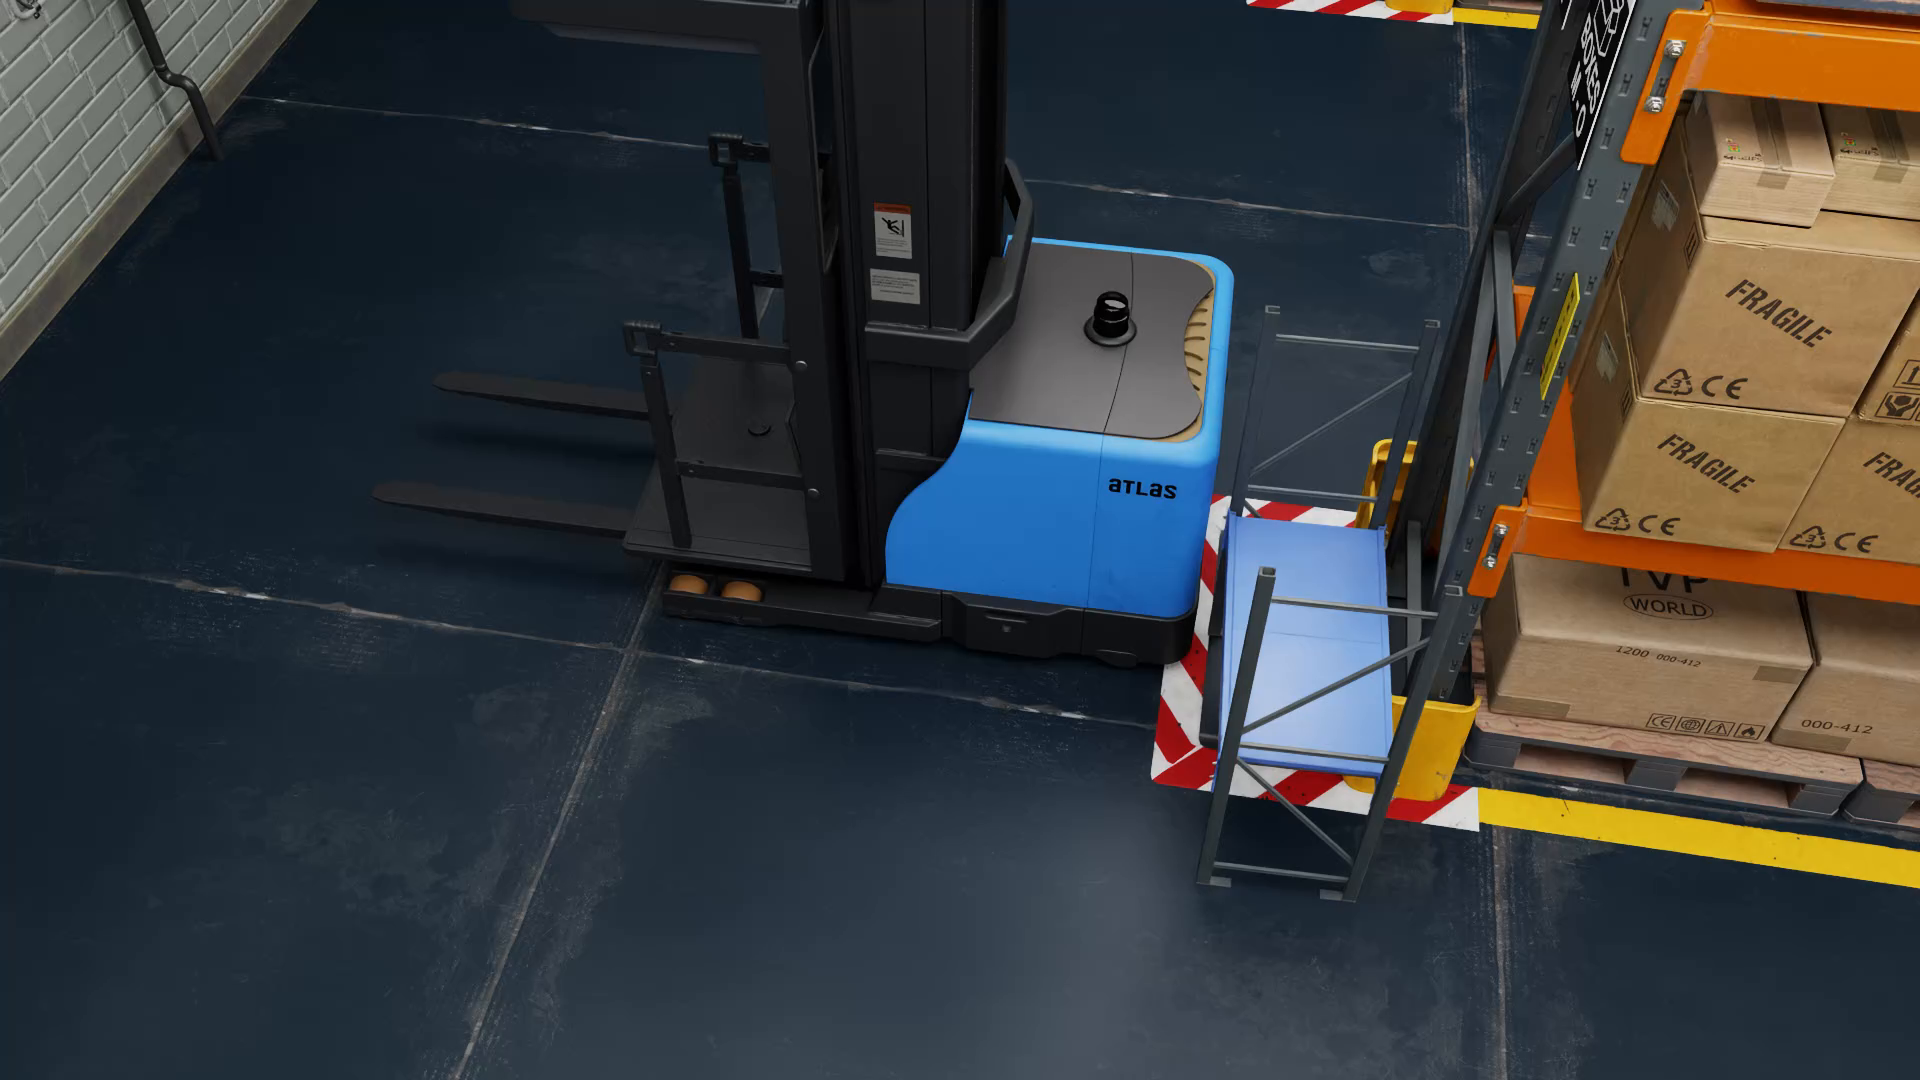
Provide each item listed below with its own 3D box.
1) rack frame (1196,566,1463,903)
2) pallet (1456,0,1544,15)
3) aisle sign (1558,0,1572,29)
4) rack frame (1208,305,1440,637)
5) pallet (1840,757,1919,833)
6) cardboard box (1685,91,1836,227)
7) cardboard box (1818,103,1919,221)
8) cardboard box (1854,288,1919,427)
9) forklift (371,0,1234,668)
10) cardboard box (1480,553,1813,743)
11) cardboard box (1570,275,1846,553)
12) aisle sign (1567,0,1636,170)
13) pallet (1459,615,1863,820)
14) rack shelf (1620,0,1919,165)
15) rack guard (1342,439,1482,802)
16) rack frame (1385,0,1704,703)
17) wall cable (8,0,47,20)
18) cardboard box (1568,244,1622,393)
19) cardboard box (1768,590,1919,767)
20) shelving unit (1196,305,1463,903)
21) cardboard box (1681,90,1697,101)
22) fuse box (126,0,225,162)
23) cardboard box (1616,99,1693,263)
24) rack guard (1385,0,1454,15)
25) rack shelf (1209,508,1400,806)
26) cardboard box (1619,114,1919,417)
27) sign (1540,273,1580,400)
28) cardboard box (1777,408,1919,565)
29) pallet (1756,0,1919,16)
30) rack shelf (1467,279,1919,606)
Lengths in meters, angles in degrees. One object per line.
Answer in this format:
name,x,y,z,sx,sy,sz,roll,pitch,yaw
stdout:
rack frame,0.997,0.603,4.700,0.500,1.500,0.032,6,48,5
pallet,3.298,-3.167,8.954,1.213,0.211,1.003,8,49,7
aisle sign,1.544,-1.686,4.000,0.004,0.787,0.394,8,49,7
rack frame,1.136,-0.146,5.373,0.500,1.500,0.032,6,48,5
pallet,3.557,0.563,5.602,1.213,0.211,1.003,8,49,7
cardboard box,1.859,-0.915,3.880,0.250,0.149,0.380,9,49,8
cardboard box,2.130,-0.933,3.896,0.250,0.149,0.380,9,49,8
cardboard box,2.491,-0.613,4.045,0.500,0.500,0.500,6,48,6
forklift,-0.616,-1.055,5.228,3.031,2.935,1.130,7,48,6
cardboard box,2.227,0.150,5.539,0.875,0.438,0.875,6,48,6
cardboard box,1.981,-0.340,4.472,0.500,0.500,0.500,7,48,7
aisle sign,1.437,-1.247,3.606,0.004,0.787,0.394,8,49,7
pallet,2.360,0.400,5.749,1.213,0.211,1.003,8,49,7
rack shelf,3.527,-1.078,3.669,4.000,0.370,1.077,8,49,7
rack guard,1.536,0.252,5.688,0.348,0.500,1.175,8,49,7
rack frame,1.559,-0.580,4.755,0.127,3.000,1.000,8,49,7
wall cable,-3.753,-2.689,5.966,0.122,1.984,0.588,8,49,7
cardboard box,2.081,-0.744,4.835,0.500,0.500,0.500,8,49,7
cardboard box,3.129,0.265,5.436,0.875,0.438,0.875,9,49,8
shelving unit,1.066,0.229,5.036,0.538,1.500,1.048,6,48,5
cardboard box,1.948,-1.264,4.194,0.250,0.149,0.380,8,49,7
fuse box,-3.477,-2.397,7.253,0.414,1.711,0.539,8,49,7
cardboard box,2.076,-1.059,4.445,0.500,0.500,0.500,9,49,8
rack guard,2.513,-3.369,8.941,0.348,0.500,1.175,8,49,7
rack shelf,1.066,0.349,5.170,0.538,0.185,1.000,6,48,5
cardboard box,1.981,-0.676,4.101,0.500,0.500,0.500,7,48,6
sign,1.455,-0.491,4.039,0.005,0.325,0.100,8,49,7
cardboard box,2.483,-0.294,4.430,0.500,0.500,0.500,7,48,6
pallet,2.291,-1.463,3.591,1.213,0.211,1.003,8,49,7
rack shelf,3.527,-0.075,4.785,4.000,0.370,1.077,8,49,7
